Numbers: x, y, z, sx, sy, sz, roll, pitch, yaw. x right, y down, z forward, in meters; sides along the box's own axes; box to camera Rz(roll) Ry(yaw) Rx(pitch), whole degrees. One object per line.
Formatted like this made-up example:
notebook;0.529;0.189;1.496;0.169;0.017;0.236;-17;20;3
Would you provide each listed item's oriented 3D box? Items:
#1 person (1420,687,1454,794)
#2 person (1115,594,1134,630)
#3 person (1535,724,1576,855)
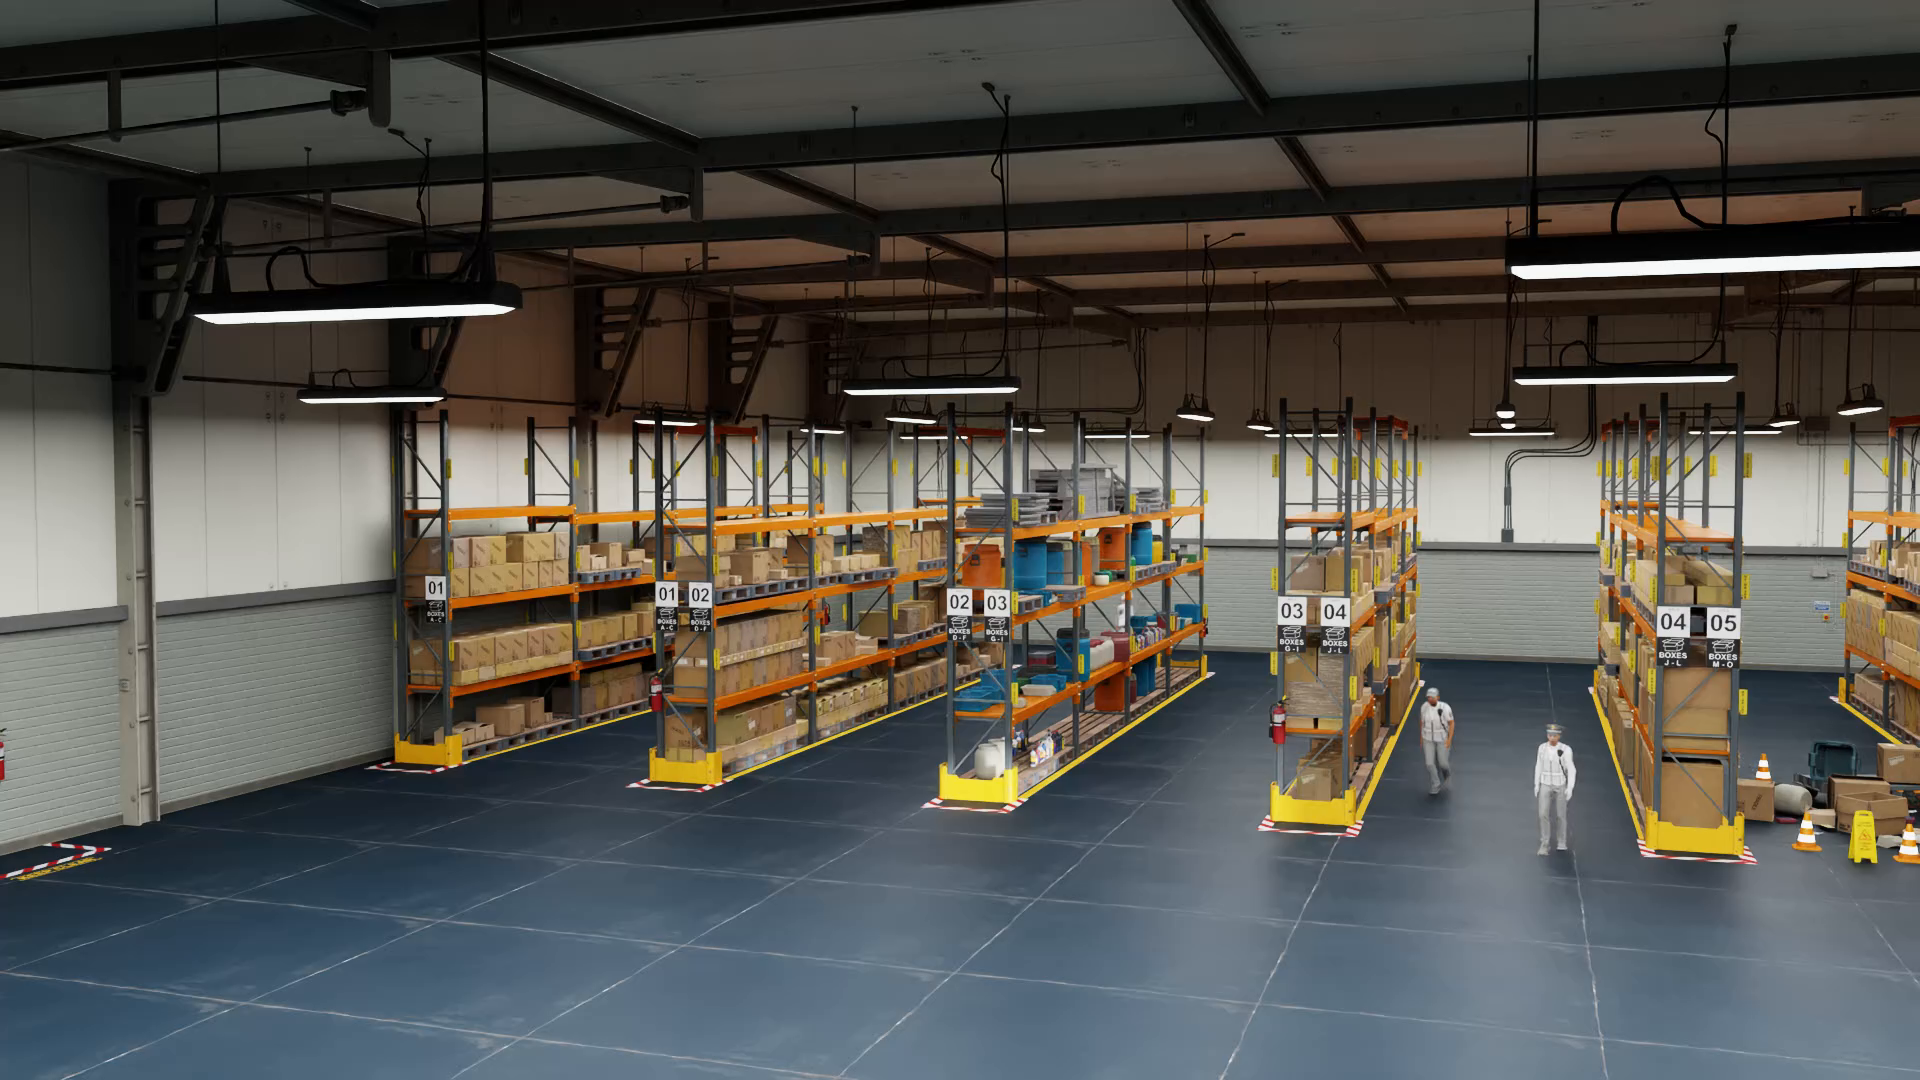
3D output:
person;7.385;3.087;25.728;0.539;1.642;0.623;2;3;32
person;4.470;2.267;44.488;0.525;1.661;1.056;-2;3;-38
person;7.755;3.246;21.704;0.539;1.698;0.592;2;3;35
